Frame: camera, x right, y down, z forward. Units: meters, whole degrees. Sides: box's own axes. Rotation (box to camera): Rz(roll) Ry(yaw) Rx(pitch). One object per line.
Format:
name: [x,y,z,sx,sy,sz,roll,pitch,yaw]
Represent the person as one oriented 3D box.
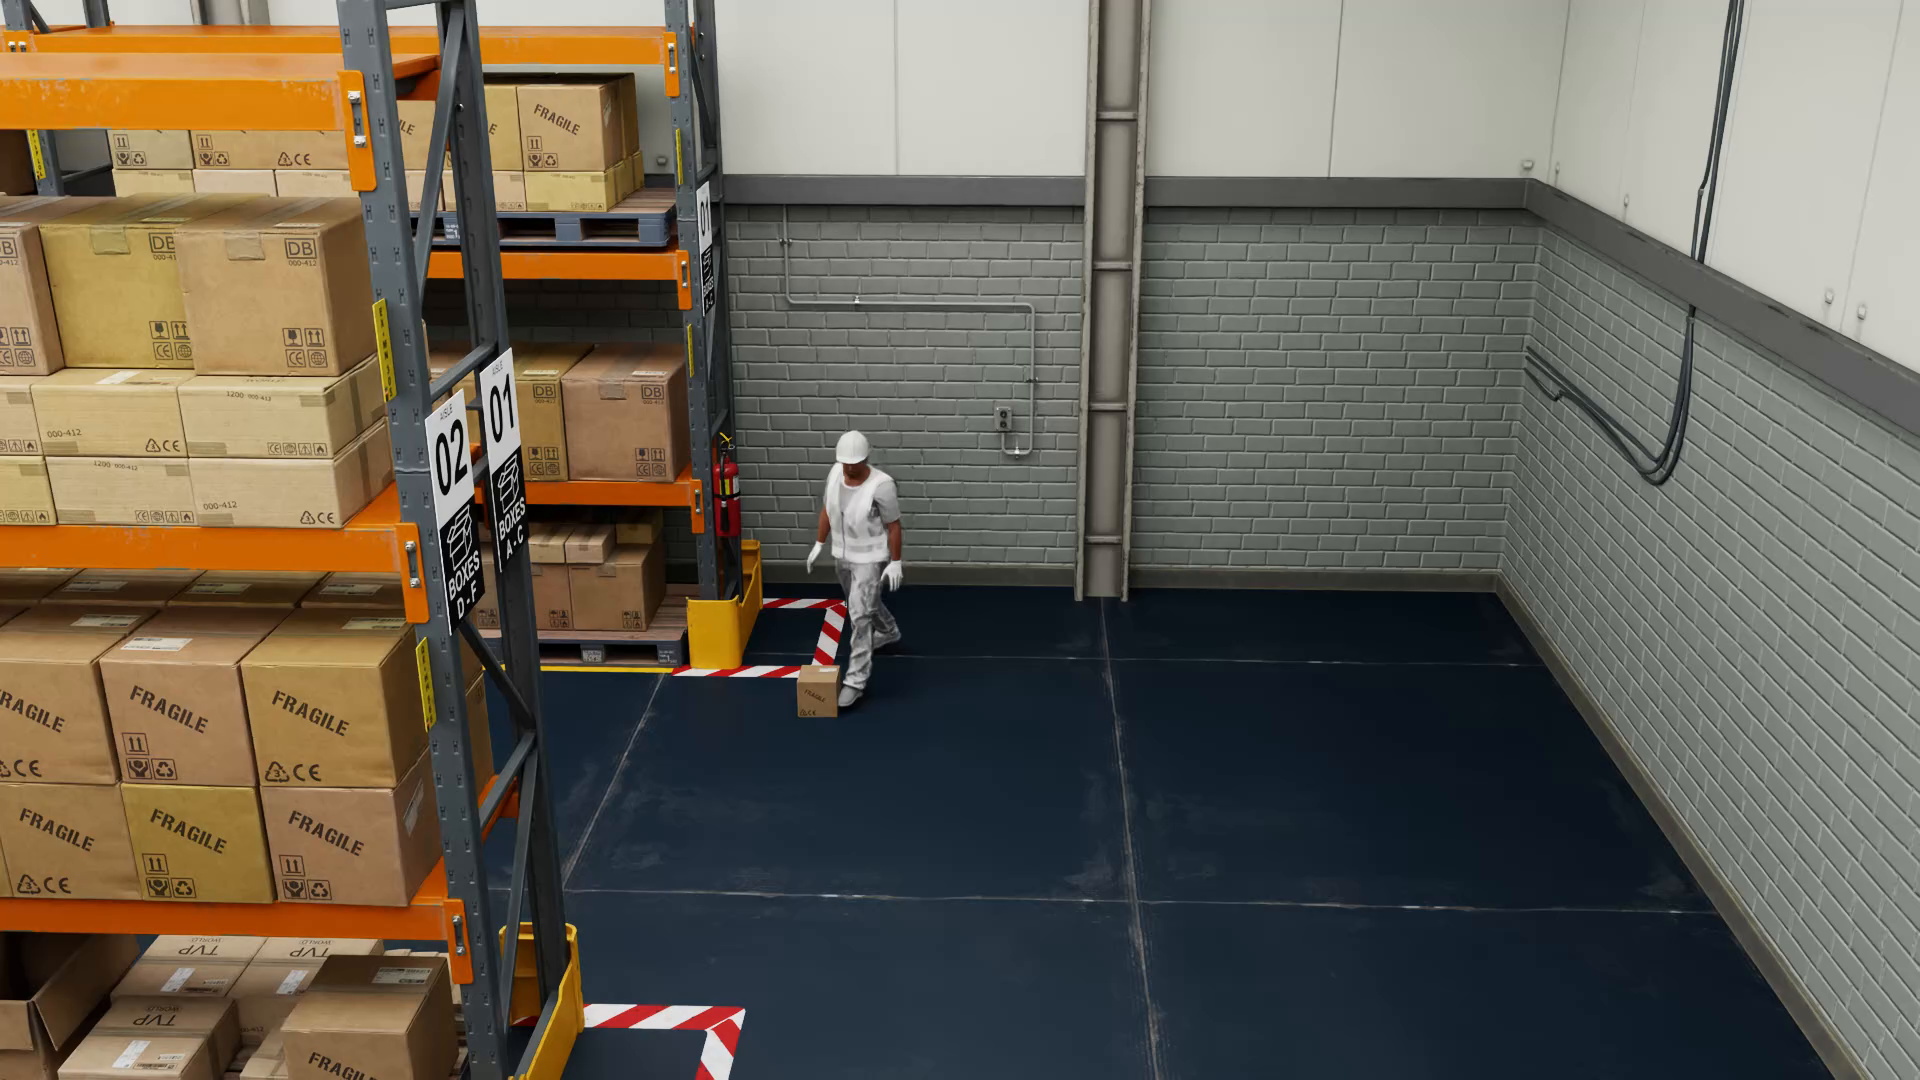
person: [-0.647,0.098,10.799,0.622,1.754,0.954,18,27,39]
